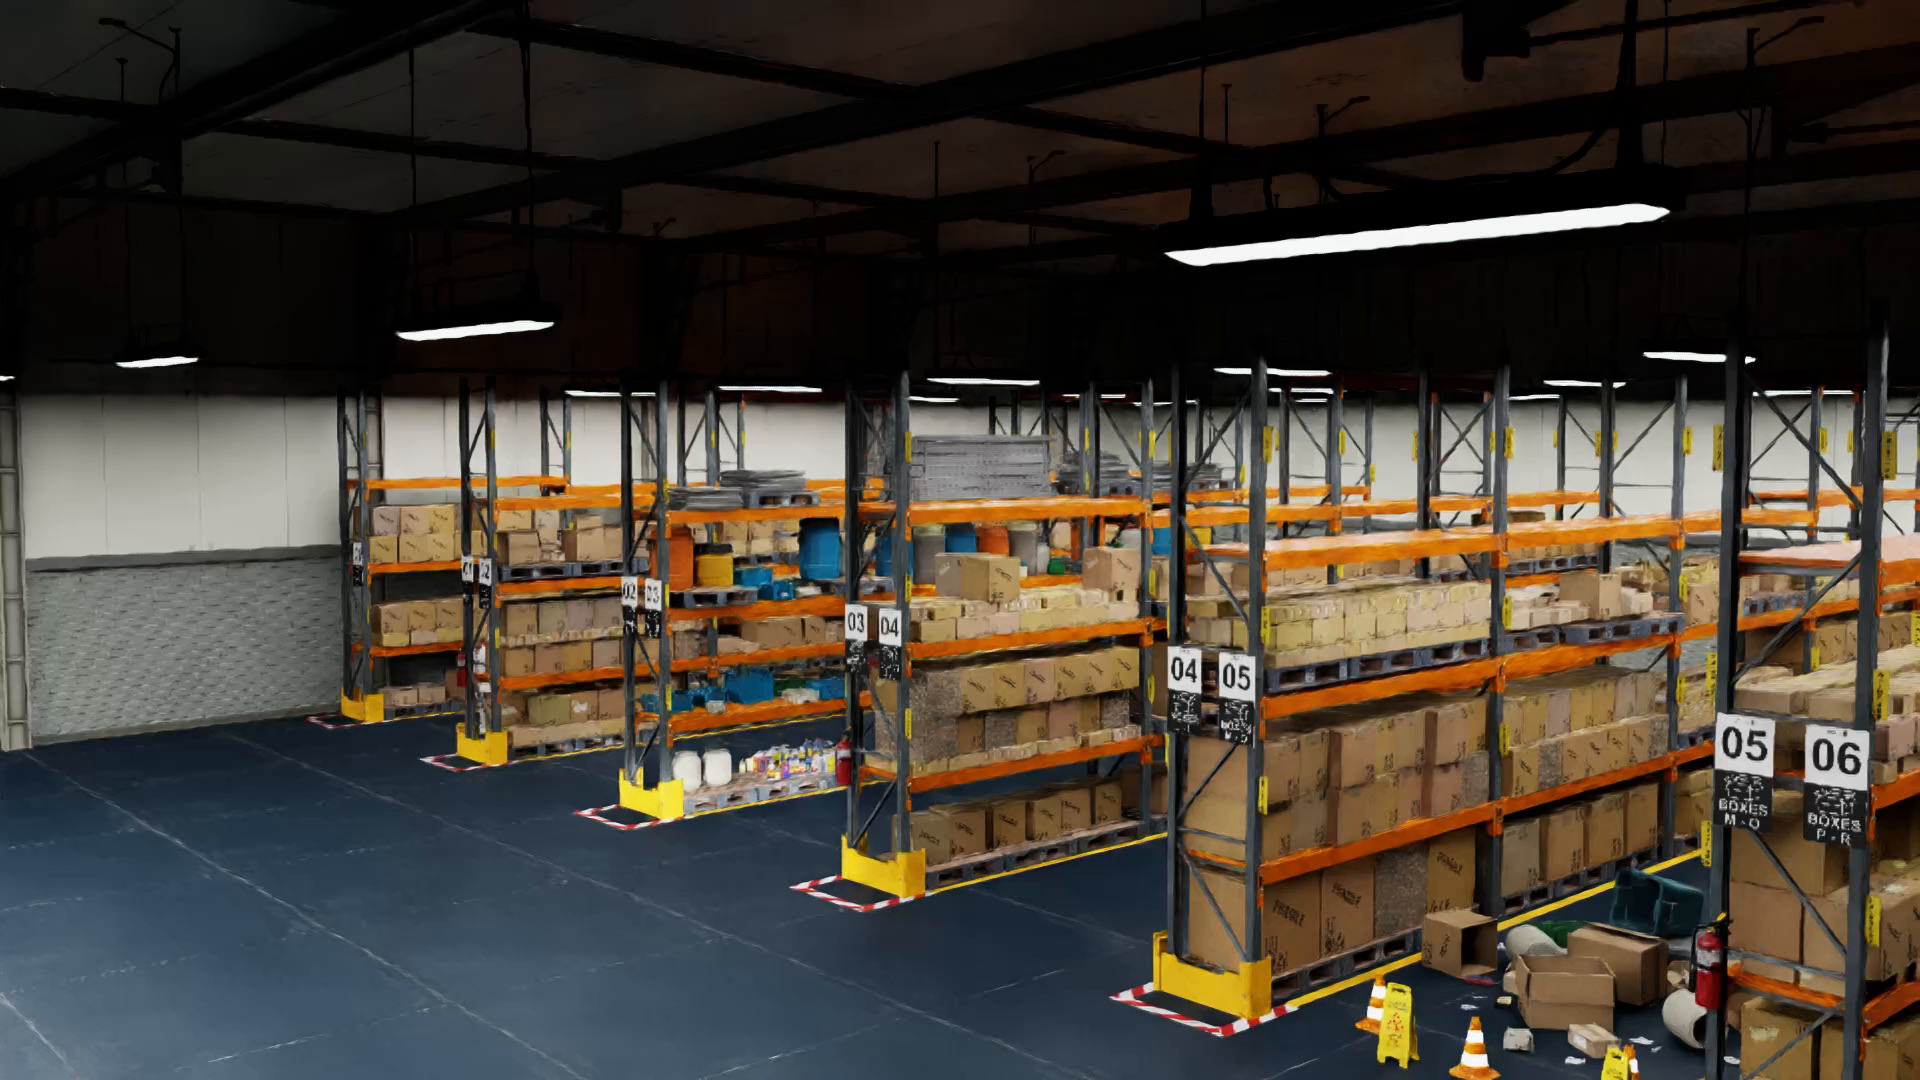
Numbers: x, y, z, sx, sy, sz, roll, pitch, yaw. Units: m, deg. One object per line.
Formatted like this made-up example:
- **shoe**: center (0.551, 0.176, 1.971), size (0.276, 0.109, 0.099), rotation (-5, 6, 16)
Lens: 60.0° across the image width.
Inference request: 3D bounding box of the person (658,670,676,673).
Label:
- **person**: center (-5.469, 2.237, 31.222), size (0.463, 1.732, 0.601), rotation (1, 4, 19)

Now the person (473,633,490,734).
- **person**: center (-8.140, 2.429, 28.471), size (0.731, 1.714, 0.889), rotation (2, 4, 31)
